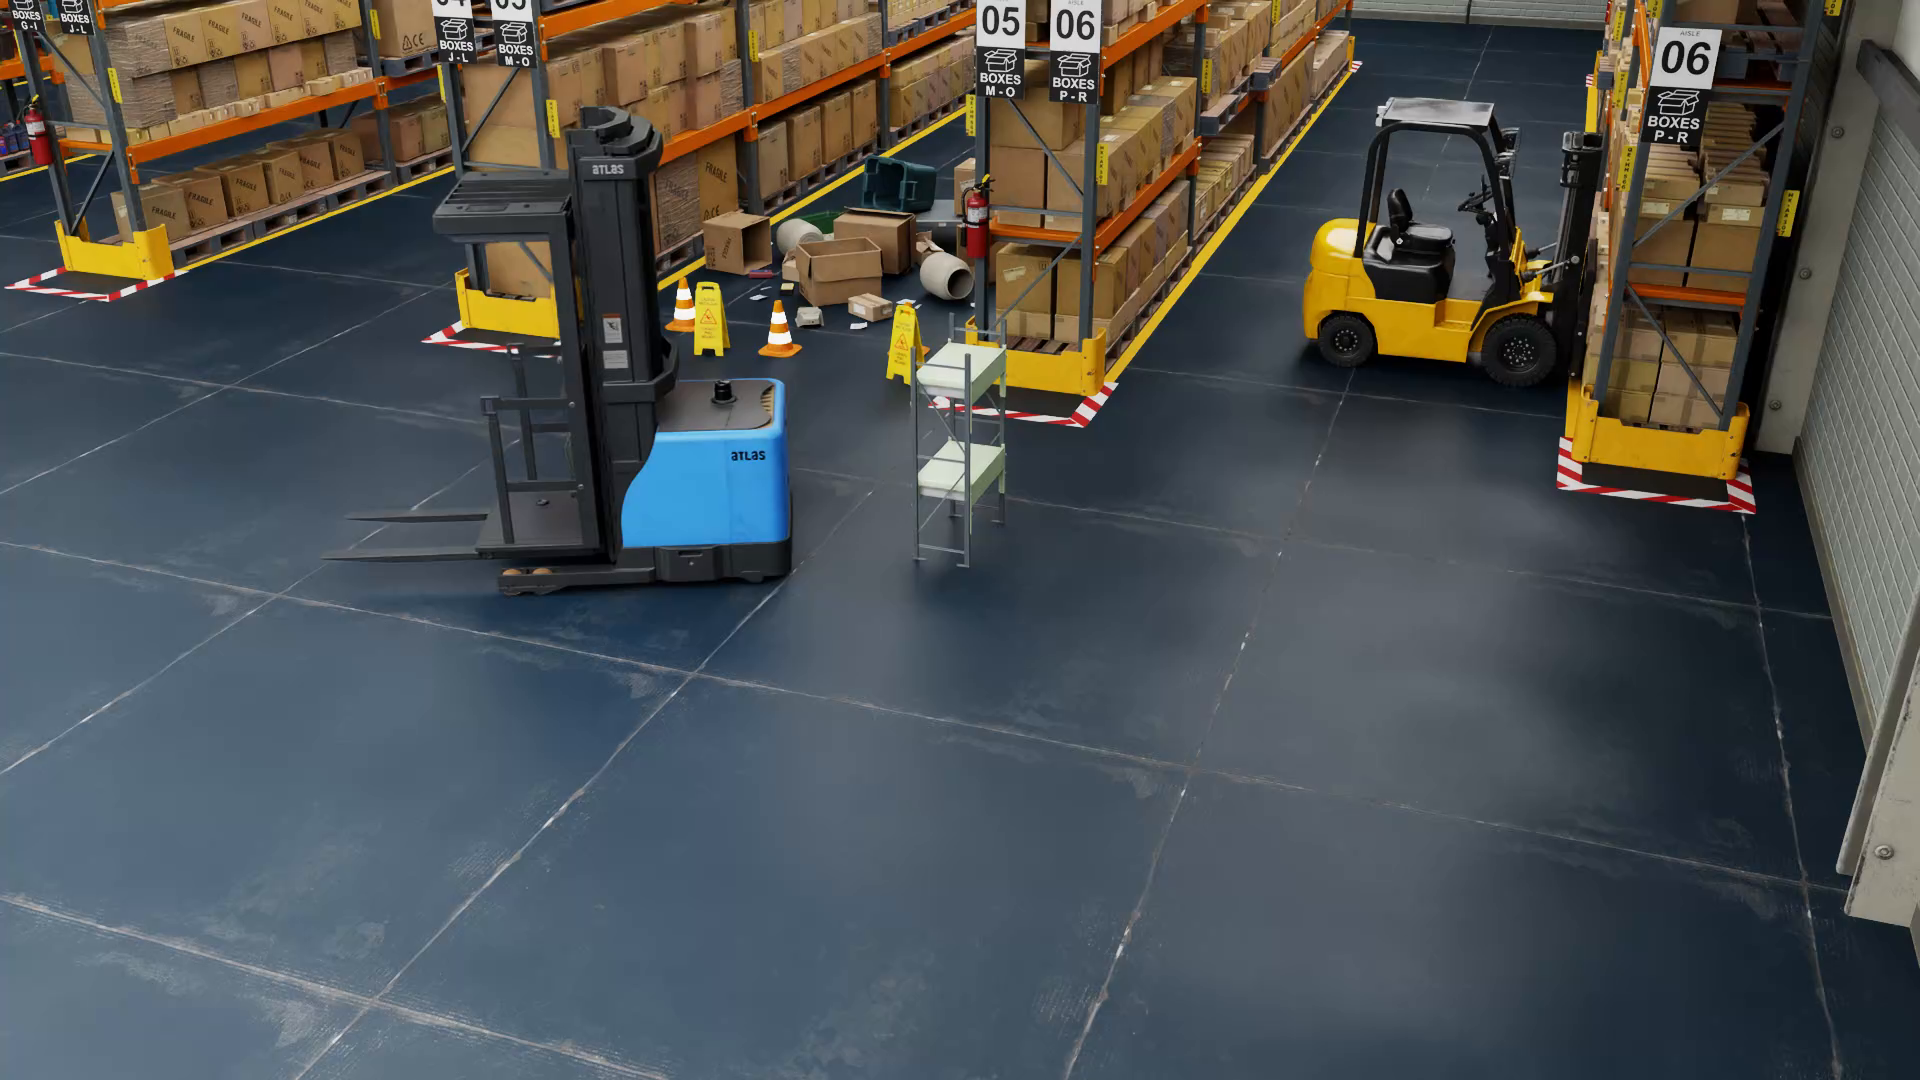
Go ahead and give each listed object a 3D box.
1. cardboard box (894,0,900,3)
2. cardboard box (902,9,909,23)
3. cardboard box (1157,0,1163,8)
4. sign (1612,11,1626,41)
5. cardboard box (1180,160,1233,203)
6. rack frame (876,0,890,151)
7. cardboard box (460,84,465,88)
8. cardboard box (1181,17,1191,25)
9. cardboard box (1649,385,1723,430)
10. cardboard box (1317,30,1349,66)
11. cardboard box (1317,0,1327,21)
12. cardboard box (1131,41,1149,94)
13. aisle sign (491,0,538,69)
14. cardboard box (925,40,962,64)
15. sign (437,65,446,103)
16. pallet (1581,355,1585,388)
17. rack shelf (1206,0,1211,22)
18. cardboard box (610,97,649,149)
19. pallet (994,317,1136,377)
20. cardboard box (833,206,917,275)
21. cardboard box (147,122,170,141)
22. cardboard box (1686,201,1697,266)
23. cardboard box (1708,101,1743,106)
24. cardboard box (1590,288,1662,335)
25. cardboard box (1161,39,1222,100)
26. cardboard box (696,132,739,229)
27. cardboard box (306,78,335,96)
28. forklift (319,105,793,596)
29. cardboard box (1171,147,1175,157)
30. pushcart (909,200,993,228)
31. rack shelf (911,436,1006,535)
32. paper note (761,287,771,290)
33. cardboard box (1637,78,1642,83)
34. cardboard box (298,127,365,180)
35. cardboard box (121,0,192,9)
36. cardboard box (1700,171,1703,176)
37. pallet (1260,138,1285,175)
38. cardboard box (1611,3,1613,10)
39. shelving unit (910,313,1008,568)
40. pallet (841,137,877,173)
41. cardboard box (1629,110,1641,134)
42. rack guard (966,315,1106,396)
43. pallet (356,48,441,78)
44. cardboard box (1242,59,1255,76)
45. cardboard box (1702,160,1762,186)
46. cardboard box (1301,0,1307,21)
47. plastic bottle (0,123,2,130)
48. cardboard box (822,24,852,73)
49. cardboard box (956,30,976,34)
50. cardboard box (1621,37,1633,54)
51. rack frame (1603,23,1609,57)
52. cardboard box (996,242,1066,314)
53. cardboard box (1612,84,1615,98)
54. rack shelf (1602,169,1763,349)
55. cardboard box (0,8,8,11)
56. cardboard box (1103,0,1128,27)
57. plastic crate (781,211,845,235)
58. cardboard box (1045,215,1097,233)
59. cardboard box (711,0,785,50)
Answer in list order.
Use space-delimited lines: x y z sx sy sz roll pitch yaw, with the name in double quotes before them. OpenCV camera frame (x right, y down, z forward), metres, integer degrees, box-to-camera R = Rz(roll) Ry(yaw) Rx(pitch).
"cardboard box" -1.003 -7.254 22.137 0.380 0.149 0.250 8 27 16
"cardboard box" -0.908 -7.089 22.479 0.380 0.149 0.250 10 28 20
"cardboard box" 1.605 -4.865 14.926 0.380 0.149 0.250 9 27 19
"sign" 7.443 -5.803 18.779 0.100 0.325 0.005 9 27 17
"cardboard box" 2.582 -4.121 19.077 0.950 0.372 0.625 10 27 19
"rack frame" -1.426 -6.637 21.740 1.000 3.000 0.127 9 27 17
"cardboard box" -6.446 -5.963 22.711 0.700 0.500 0.500 6 27 13
"cardboard box" 2.397 -5.539 18.533 0.500 0.500 0.500 8 27 15
"cardboard box" 5.643 -1.080 12.936 0.500 0.250 0.500 9 27 18
"cardboard box" 5.812 -7.999 27.010 0.875 0.438 0.875 8 27 16
"cardboard box" 5.010 -7.805 24.036 0.500 0.500 0.500 10 27 19
"cardboard box" 1.403 -4.590 15.908 0.700 0.500 0.500 9 27 18
"aisle sign" -3.829 -4.447 14.233 0.394 0.787 0.004 9 27 17
"cardboard box" -0.288 -7.131 24.285 0.500 0.250 0.500 10 28 20
"sign" -4.595 -4.062 14.820 0.100 0.325 0.005 9 27 17
"pallet" 5.918 -1.520 14.371 1.003 0.211 1.213 9 27 17
"rack shelf" 2.610 -6.165 18.149 1.077 0.370 4.000 9 27 17
"cardboard box" -3.540 -4.017 16.157 0.875 0.550 0.550 9 27 17
"pallet" 0.942 -1.778 14.904 1.003 0.211 1.213 9 27 17
"cardboard box" -0.886 -3.085 17.113 0.797 0.637 0.503 9 27 17
"cardboard box" -8.311 -4.180 16.953 0.380 0.149 0.250 9 27 17
"cardboard box" 5.875 -2.381 12.834 0.500 0.500 0.500 10 27 19
"cardboard box" 6.683 -3.798 14.675 0.380 0.149 0.250 8 27 16
"cardboard box" 5.319 -1.802 13.279 0.500 0.250 0.500 9 27 18
"cardboard box" 2.371 -4.836 17.082 0.500 0.500 0.500 9 27 19
"cardboard box" -3.032 -3.978 18.204 0.875 0.875 0.875 9 27 18
"cardboard box" -7.405 -5.196 19.052 0.380 0.149 0.250 9 27 17
"forklift" -2.650 -1.201 10.590 3.031 2.935 1.130 -2 26 -4
"cardboard box" 1.888 -3.829 16.227 0.380 0.149 0.250 9 27 18
"pushcart" -0.222 -3.447 18.160 1.648 0.377 0.936 0 26 -1
"rack shelf" -0.002 -0.379 11.283 0.431 0.370 0.720 9 27 17
"paper note" -1.948 -2.526 16.679 0.123 0.001 0.032 -20 33 -36
"cardboard box" 6.693 -4.437 16.337 0.380 0.149 0.250 8 27 16
"cardboard box" -7.572 -4.660 20.042 0.500 0.500 0.500 8 27 16
"cardboard box" -8.452 -5.413 17.607 0.500 0.500 0.500 9 27 17
"cardboard box" 6.184 -3.020 13.411 0.380 0.149 0.250 9 27 17
"pallet" 3.609 -5.019 21.598 1.003 0.211 1.213 9 27 17
"cardboard box" 9.776 -7.800 24.429 0.380 0.149 0.250 8 27 16
"shelving unit" -0.002 -0.672 11.141 0.431 1.500 0.755 9 27 17
"pallet" -1.759 -5.069 21.701 1.003 0.211 1.213 9 27 17
"cardboard box" 5.919 -3.554 14.171 0.380 0.149 0.250 8 27 17
"rack guard" 0.639 -1.580 14.162 1.175 0.500 0.348 9 27 17
"pallet" -7.009 -5.961 20.563 1.003 0.211 1.213 9 27 17
"cardboard box" 3.156 -5.420 19.032 0.380 0.149 0.250 9 27 18
"cardboard box" 5.802 -2.746 12.503 0.380 0.149 0.250 9 27 18
"cardboard box" 4.363 -7.126 22.347 0.500 0.250 0.500 9 27 19
"plastic bottle" -12.591 -5.375 21.759 0.097 0.271 0.097 0 26 0
"cardboard box" -1.656 -6.048 20.408 0.500 0.500 0.500 8 27 17
"cardboard box" 0.143 -8.185 27.044 0.380 0.149 0.250 8 27 16
"cardboard box" 7.574 -5.491 18.514 0.380 0.149 0.250 10 27 19
"rack frame" 10.620 -8.530 25.650 1.000 3.000 0.127 9 27 17
"cardboard box" 0.634 -2.329 14.656 0.500 0.500 0.500 9 27 18
"cardboard box" 7.579 -5.028 18.589 0.500 0.250 0.500 9 27 18
"rack shelf" 5.961 -2.453 13.924 1.077 0.370 4.000 9 27 17
"cardboard box" -18.406 -10.553 32.214 0.700 0.500 0.500 9 27 18
"cardboard box" 1.032 -4.258 13.214 0.500 0.250 0.500 8 27 17
"plastic crate" -1.579 -3.492 18.405 0.662 0.188 0.450 -20 23 -36
"cardboard box" 0.922 -2.670 13.834 0.380 0.149 0.250 9 27 18
"cardboard box" -2.428 -5.905 18.966 0.700 0.500 0.500 8 27 17
